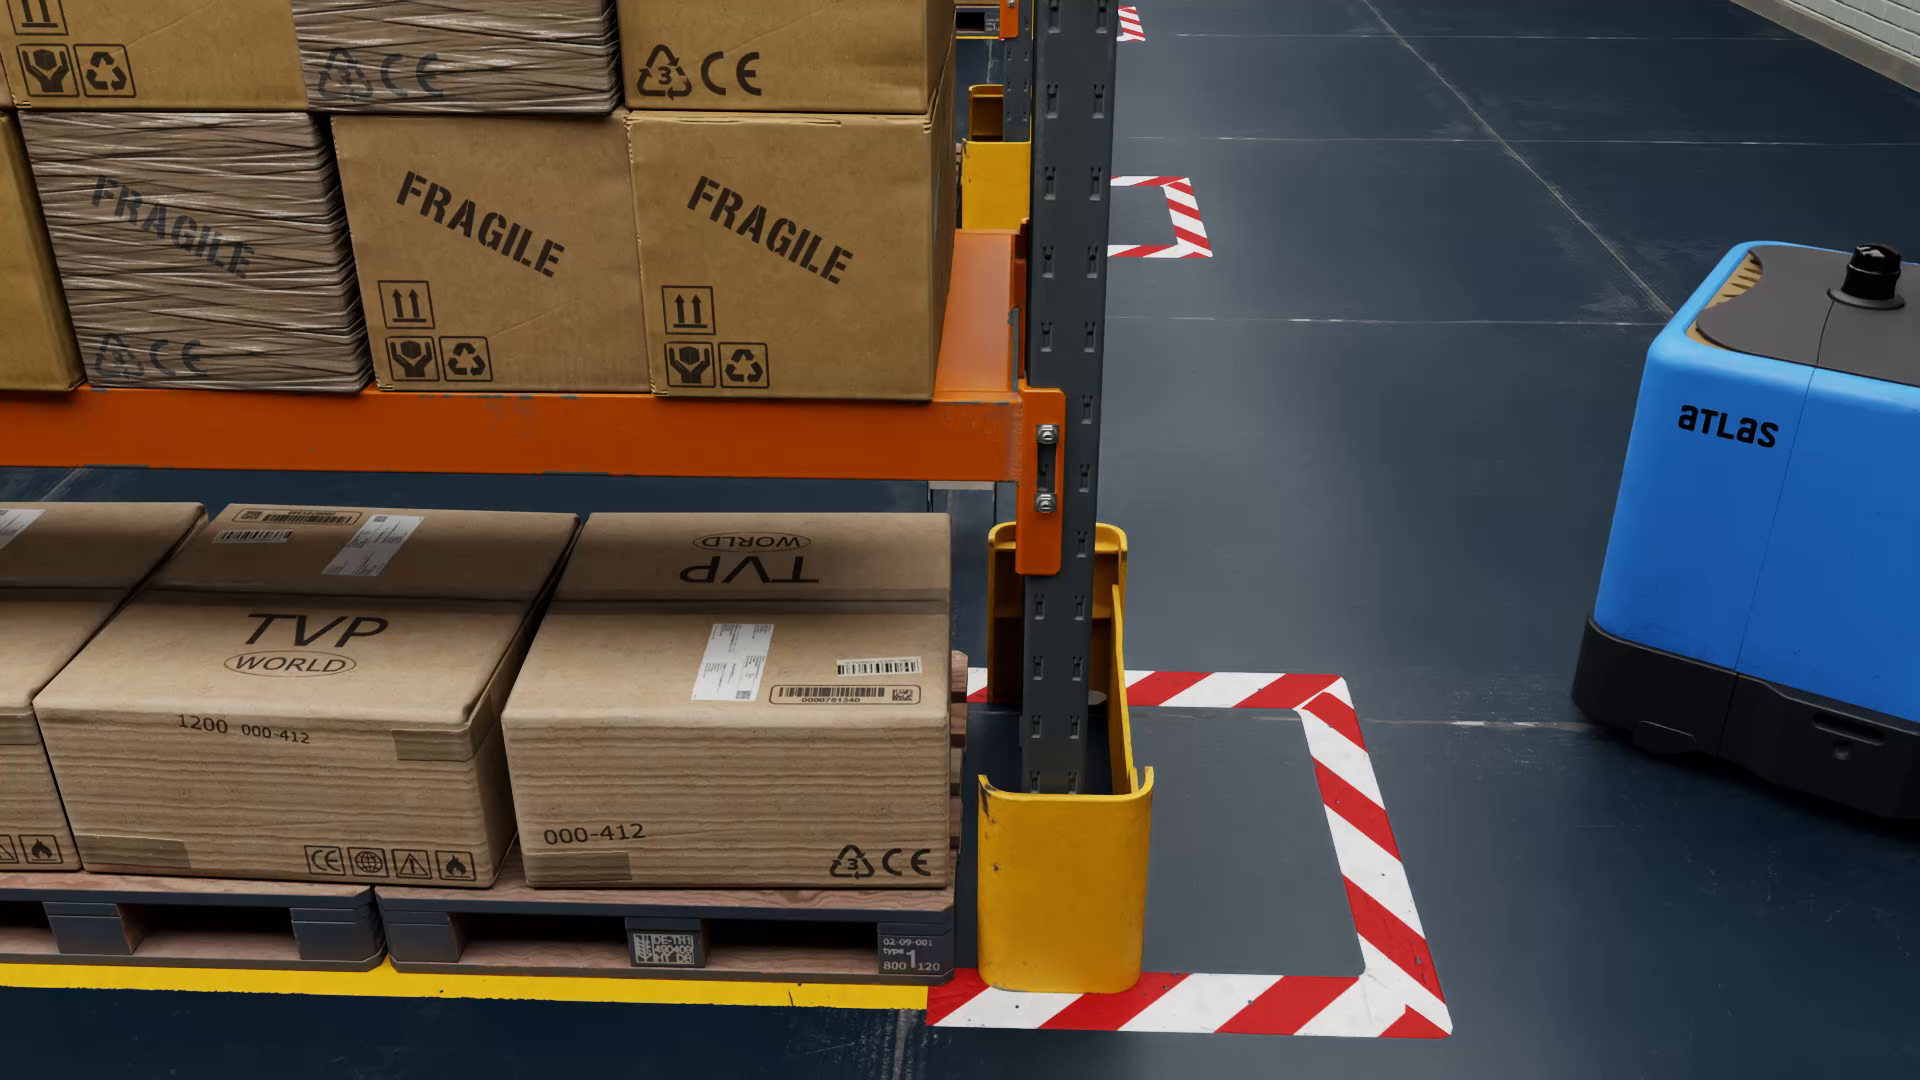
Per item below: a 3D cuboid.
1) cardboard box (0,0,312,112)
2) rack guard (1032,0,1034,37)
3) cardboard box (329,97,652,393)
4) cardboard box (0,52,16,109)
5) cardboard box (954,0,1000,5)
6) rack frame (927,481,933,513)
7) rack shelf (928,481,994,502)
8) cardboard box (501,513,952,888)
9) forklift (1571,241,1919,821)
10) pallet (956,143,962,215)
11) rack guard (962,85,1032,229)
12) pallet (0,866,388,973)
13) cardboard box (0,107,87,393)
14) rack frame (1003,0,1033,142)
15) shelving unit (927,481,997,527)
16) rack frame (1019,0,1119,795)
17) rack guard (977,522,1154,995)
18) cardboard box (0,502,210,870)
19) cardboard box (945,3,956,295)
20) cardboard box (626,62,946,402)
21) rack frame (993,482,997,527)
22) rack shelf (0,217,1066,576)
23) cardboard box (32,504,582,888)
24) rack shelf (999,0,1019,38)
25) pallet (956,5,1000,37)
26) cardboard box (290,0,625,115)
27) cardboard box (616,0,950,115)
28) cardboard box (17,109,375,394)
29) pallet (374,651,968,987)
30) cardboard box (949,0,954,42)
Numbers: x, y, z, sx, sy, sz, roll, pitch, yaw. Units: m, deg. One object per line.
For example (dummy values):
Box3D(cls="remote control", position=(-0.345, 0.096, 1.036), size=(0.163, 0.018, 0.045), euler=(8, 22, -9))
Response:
Box3D(cls="cardboard box", position=(-1.303, -1.042, 2.839), size=(0.500, 0.500, 0.500), euler=(1, 28, 2))
Box3D(cls="rack guard", position=(0.578, -4.189, 12.618), size=(0.348, 0.500, 1.175), euler=(1, 28, 2))
Box3D(cls="cardboard box", position=(-0.788, -0.599, 3.070), size=(0.500, 0.500, 0.500), euler=(0, 28, 1))
Box3D(cls="cardboard box", position=(-1.806, -1.051, 2.856), size=(0.500, 0.500, 0.500), euler=(1, 28, 1))
Box3D(cls="cardboard box", position=(-0.088, -4.514, 12.382), size=(0.875, 0.875, 0.875), euler=(1, 28, 2))
Box3D(cls="rack frame", position=(-0.093, -0.399, 5.042), size=(0.006, 0.900, 0.240), euler=(1, 28, 2))
Box3D(cls="rack shelf", position=(0.008, -0.209, 5.139), size=(0.200, 0.077, 0.258), euler=(1, 28, 2))
Box3D(cls="cardboard box", position=(-0.459, 0.327, 3.717), size=(0.875, 0.438, 0.875), euler=(0, 28, 0))
Box3D(cls="forklift", position=(3.095, -0.604, 3.261), size=(3.031, 2.935, 1.130), euler=(17, 33, 30))
Box3D(cls="pallet", position=(-0.609, -1.773, 8.369), size=(1.213, 0.211, 1.003), euler=(1, 28, 2))
Box3D(cls="rack guard", position=(0.202, -1.871, 8.245), size=(0.348, 0.500, 1.175), euler=(1, 28, 2))
Box3D(cls="pallet", position=(-1.814, 0.579, 3.933), size=(1.213, 0.211, 1.003), euler=(1, 28, 2))
Box3D(cls="cardboard box", position=(-1.819, -0.605, 3.082), size=(0.500, 0.500, 0.500), euler=(2, 28, 3))
Box3D(cls="rack frame", position=(0.278, -2.974, 7.657), size=(0.127, 3.000, 1.000), euler=(1, 28, 2))
Box3D(cls="shelving unit", position=(0.008, -0.397, 5.039), size=(0.210, 0.900, 0.258), euler=(1, 28, 2))
Box3D(cls="rack frame", position=(0.204, -0.655, 3.283), size=(0.127, 3.000, 1.000), euler=(1, 28, 2))
Box3D(cls="rack guard", position=(0.228, 0.450, 3.868), size=(0.348, 0.500, 1.175), euler=(1, 28, 2))
Box3D(cls="cardboard box", position=(-2.275, 0.300, 3.768), size=(0.875, 0.438, 0.875), euler=(0, 28, 0))
Box3D(cls="cardboard box", position=(-0.265, -0.842, 3.528), size=(0.500, 0.500, 0.500), euler=(1, 28, 1))
Box3D(cls="cardboard box", position=(-0.287, -0.583, 3.041), size=(0.500, 0.500, 0.500), euler=(1, 28, 2))
Box3D(cls="rack frame", position=(0.110, -0.396, 5.036), size=(0.006, 0.900, 0.240), euler=(1, 28, 2))
Box3D(cls="rack shelf", position=(-1.794, -0.370, 3.514), size=(4.000, 0.370, 1.077), euler=(1, 28, 2))
Box3D(cls="cardboard box", position=(-1.374, 0.316, 3.738), size=(0.875, 0.438, 0.875), euler=(2, 28, 3))
Box3D(cls="rack shelf", position=(-1.721, -2.689, 7.888), size=(4.000, 0.370, 1.077), euler=(1, 28, 2))
Box3D(cls="pallet", position=(-0.248, -4.038, 12.643), size=(1.213, 0.211, 1.003), euler=(1, 28, 2))
Box3D(cls="cardboard box", position=(-0.809, -1.033, 2.821), size=(0.500, 0.500, 0.500), euler=(1, 28, 2))
Box3D(cls="cardboard box", position=(-0.286, -1.038, 2.830), size=(0.500, 0.500, 0.500), euler=(2, 28, 3))
Box3D(cls="cardboard box", position=(-1.303, -0.603, 3.078), size=(0.500, 0.500, 0.500), euler=(2, 28, 3))
Box3D(cls="pallet", position=(-0.598, 0.600, 3.892), size=(1.213, 0.211, 1.003), euler=(1, 28, 2))
Box3D(cls="cardboard box", position=(-0.265, -1.282, 3.292), size=(0.500, 0.500, 0.500), euler=(0, 28, 1))
